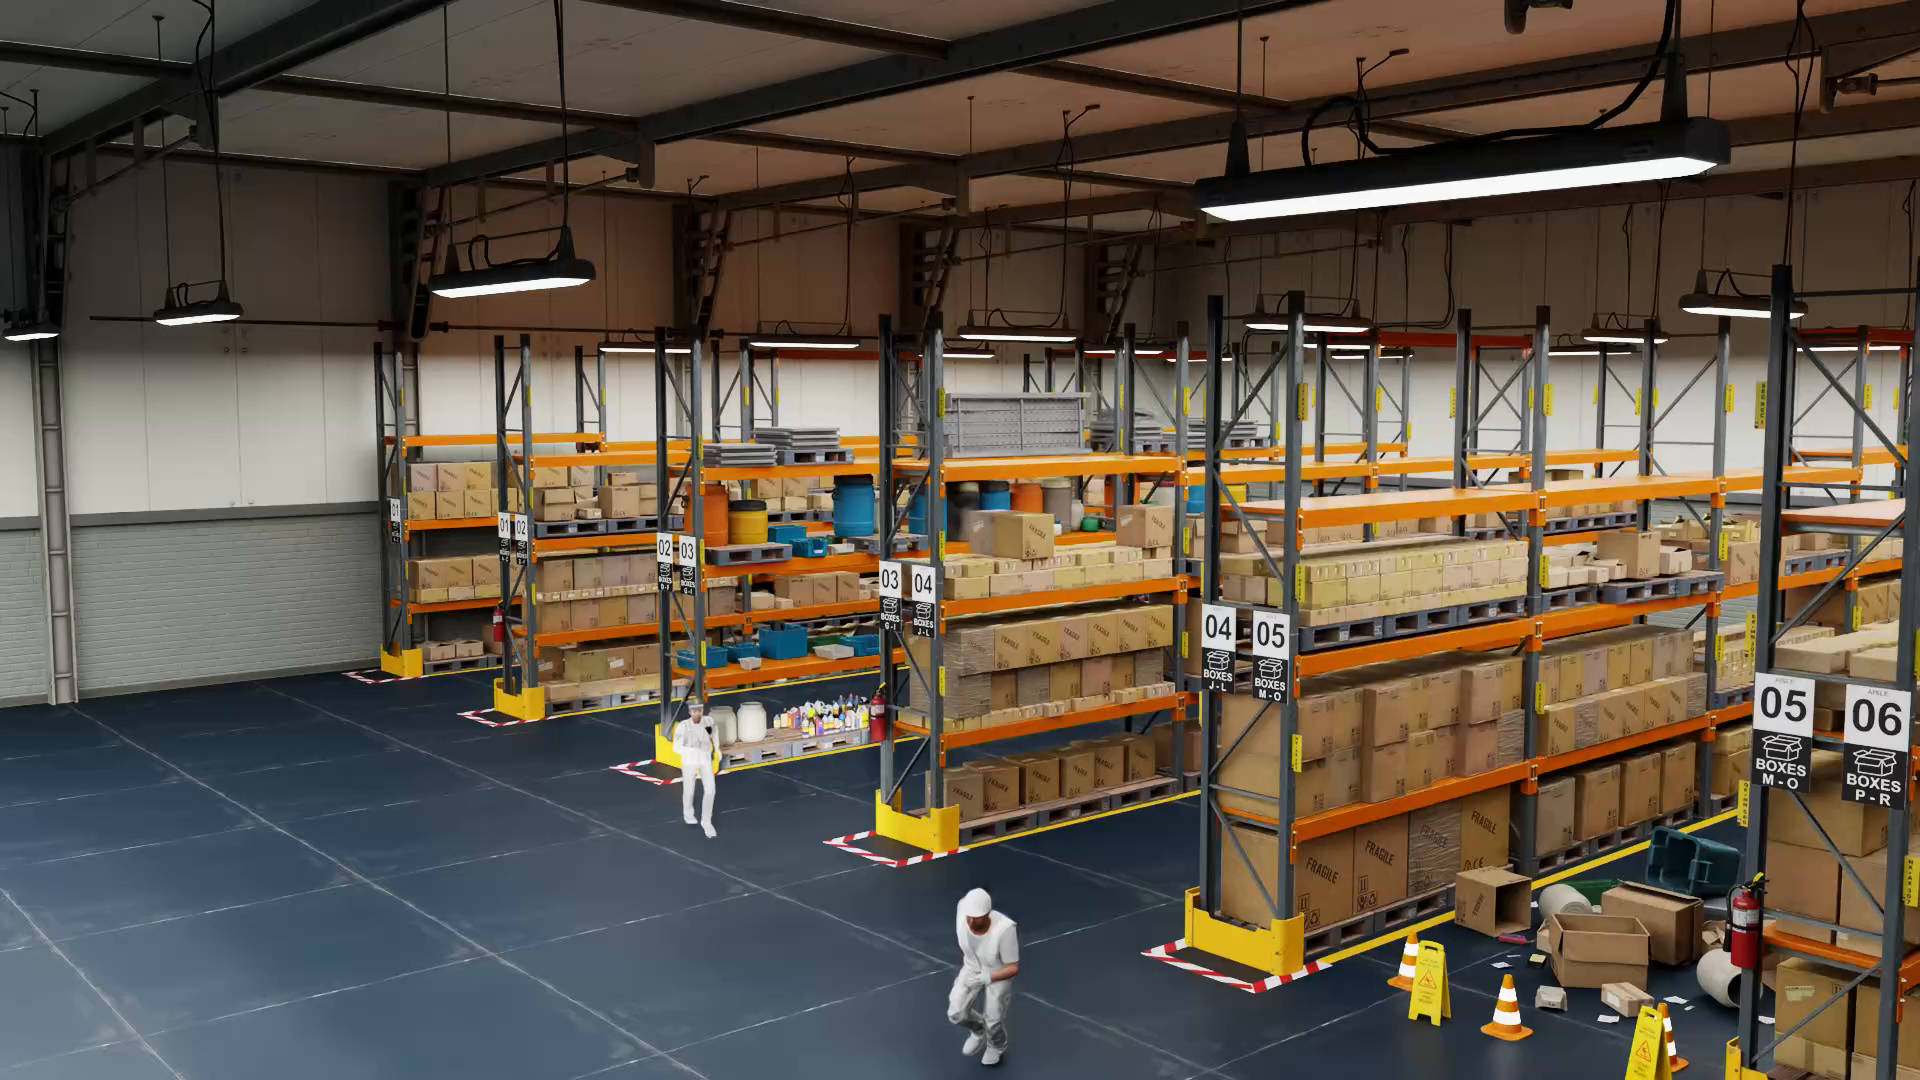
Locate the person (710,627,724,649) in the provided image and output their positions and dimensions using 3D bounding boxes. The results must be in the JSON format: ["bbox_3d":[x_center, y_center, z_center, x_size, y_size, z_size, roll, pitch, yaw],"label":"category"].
[{"bbox_3d":[-4.718,1.428,31.250,0.643,1.770,0.720,4,6,34],"label":"person"}]

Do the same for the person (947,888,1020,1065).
[{"bbox_3d":[0.198,3.261,12.400,0.665,1.532,1.035,2,6,25],"label":"person"}]

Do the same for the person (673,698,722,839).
[{"bbox_3d":[-3.040,2.605,19.255,0.600,1.646,0.946,-2,5,-17],"label":"person"}]
